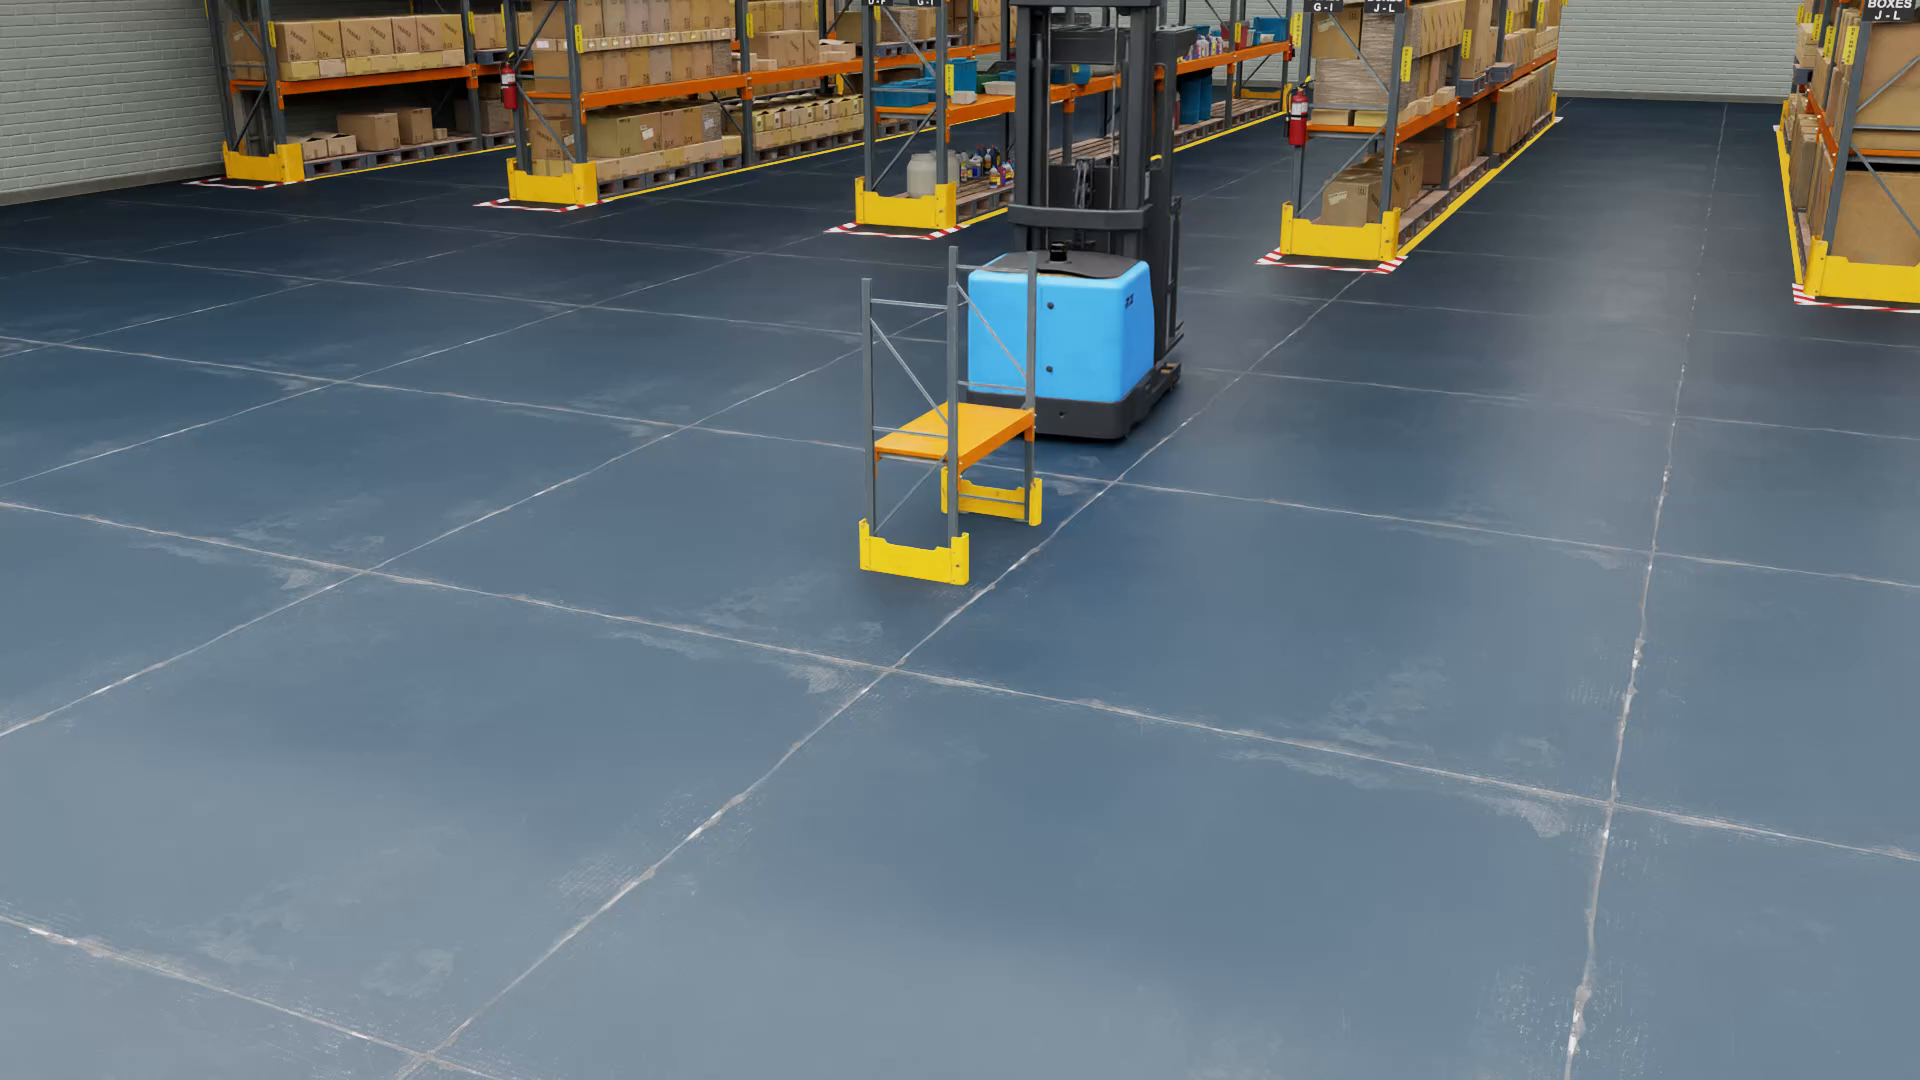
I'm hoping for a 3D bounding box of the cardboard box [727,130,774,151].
[{"bbox_3d":[-3.105,-5.935,24.658,0.500,0.250,0.500,8,21,21],"label":"cardboard box"}]

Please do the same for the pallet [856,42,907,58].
[{"bbox_3d":[-1.645,-8.293,28.096,1.213,0.211,1.003,9,21,23],"label":"pallet"}]

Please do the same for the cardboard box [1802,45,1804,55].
[{"bbox_3d":[11.556,-6.609,22.381,0.380,0.149,0.250,9,22,25],"label":"cardboard box"}]

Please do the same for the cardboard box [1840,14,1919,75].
[{"bbox_3d":[9.165,-4.850,16.293,0.875,0.550,0.500,9,21,23],"label":"cardboard box"}]

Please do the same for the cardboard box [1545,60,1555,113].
[{"bbox_3d":[10.265,-8.241,30.210,0.875,0.875,0.875,9,21,23],"label":"cardboard box"}]

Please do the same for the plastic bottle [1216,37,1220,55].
[{"bbox_3d":[4.377,-8.411,28.318,0.061,0.283,0.133,9,21,23],"label":"plastic bottle"}]

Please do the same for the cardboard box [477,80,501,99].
[{"bbox_3d":[-7.554,-7.367,27.163,0.500,0.250,0.500,8,21,22],"label":"cardboard box"}]

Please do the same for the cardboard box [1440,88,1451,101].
[{"bbox_3d":[5.609,-5.283,19.724,0.380,0.149,0.250,9,21,23],"label":"cardboard box"}]

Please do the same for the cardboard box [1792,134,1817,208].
[{"bbox_3d":[10.195,-4.212,19.065,1.050,0.750,0.750,8,21,22],"label":"cardboard box"}]

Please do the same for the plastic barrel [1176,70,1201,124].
[{"bbox_3d":[3.769,-7.537,28.190,0.600,0.901,0.708,9,21,23],"label":"plastic barrel"}]

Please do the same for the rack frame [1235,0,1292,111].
[{"bbox_3d":[5.935,-9.931,32.417,1.000,3.000,0.127,9,21,23],"label":"rack frame"}]

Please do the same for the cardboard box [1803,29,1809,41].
[{"bbox_3d":[11.762,-6.906,22.770,0.380,0.149,0.250,9,22,24],"label":"cardboard box"}]

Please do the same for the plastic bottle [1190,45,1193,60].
[{"bbox_3d":[3.699,-7.939,27.000,0.152,0.276,0.135,9,21,23],"label":"plastic bottle"}]

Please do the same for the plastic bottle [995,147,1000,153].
[{"bbox_3d":[0.491,-5.147,22.381,0.097,0.271,0.097,0,20,0],"label":"plastic bottle"}]

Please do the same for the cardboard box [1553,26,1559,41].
[{"bbox_3d":[10.497,-9.136,29.962,0.500,0.250,0.500,8,21,22],"label":"cardboard box"}]

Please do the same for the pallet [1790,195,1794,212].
[{"bbox_3d":[10.769,-4.178,20.402,1.003,0.211,1.213,9,21,23],"label":"pallet"}]

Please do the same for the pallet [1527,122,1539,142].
[{"bbox_3d":[9.198,-6.936,28.158,1.003,0.211,1.213,9,21,23],"label":"pallet"}]

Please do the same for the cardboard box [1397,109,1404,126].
[{"bbox_3d":[4.356,-4.370,17.155,0.380,0.149,0.250,9,21,23],"label":"cardboard box"}]

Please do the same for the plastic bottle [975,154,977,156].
[{"bbox_3d":[0.209,-4.887,21.648,0.097,0.271,0.097,0,20,0],"label":"plastic bottle"}]

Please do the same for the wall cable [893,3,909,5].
[{"bbox_3d":[-0.461,-14.334,40.478,3.097,2.526,0.112,9,21,23],"label":"wall cable"}]

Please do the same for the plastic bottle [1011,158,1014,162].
[{"bbox_3d":[0.739,-4.744,21.239,0.152,0.276,0.135,9,21,24],"label":"plastic bottle"}]

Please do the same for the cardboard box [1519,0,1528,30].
[{"bbox_3d":[8.562,-8.352,26.330,0.797,0.503,0.637,8,21,21],"label":"cardboard box"}]

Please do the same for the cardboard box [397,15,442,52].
[{"bbox_3d":[-8.128,-7.574,24.863,0.500,0.500,0.500,8,21,22],"label":"cardboard box"}]

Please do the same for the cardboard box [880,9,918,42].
[{"bbox_3d":[-1.155,-8.873,28.665,0.700,0.500,0.500,13,23,33],"label":"cardboard box"}]

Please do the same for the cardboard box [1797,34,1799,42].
[{"bbox_3d":[12.718,-7.479,24.828,0.380,0.149,0.250,9,21,24],"label":"cardboard box"}]

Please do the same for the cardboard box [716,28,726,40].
[{"bbox_3d":[-3.515,-7.108,23.363,0.380,0.149,0.250,8,21,22],"label":"cardboard box"}]

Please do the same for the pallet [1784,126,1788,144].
[{"bbox_3d":[14.040,-6.588,27.178,1.003,0.211,1.213,9,21,23],"label":"pallet"}]

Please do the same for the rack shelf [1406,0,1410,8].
[{"bbox_3d":[4.721,-6.046,18.090,1.077,0.370,4.000,9,21,23],"label":"rack shelf"}]

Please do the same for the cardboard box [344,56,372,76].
[{"bbox_3d":[-8.752,-6.759,23.692,0.500,0.250,0.500,8,21,22],"label":"cardboard box"}]

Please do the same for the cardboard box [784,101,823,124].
[{"bbox_3d":[-2.472,-6.672,25.894,0.500,0.311,0.500,9,22,24],"label":"cardboard box"}]

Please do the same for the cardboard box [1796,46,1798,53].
[{"bbox_3d":[12.610,-7.254,24.637,0.380,0.149,0.250,9,21,24],"label":"cardboard box"}]

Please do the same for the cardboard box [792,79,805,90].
[{"bbox_3d":[-3.709,-9.776,35.085,0.700,0.500,0.500,8,21,21],"label":"cardboard box"}]

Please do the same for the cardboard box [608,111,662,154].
[{"bbox_3d":[-4.316,-5.417,22.083,0.500,0.500,0.500,9,21,23],"label":"cardboard box"}]

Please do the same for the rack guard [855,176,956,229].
[{"bbox_3d":[-0.629,-3.892,19.166,1.175,0.500,0.348,9,21,23],"label":"rack guard"}]

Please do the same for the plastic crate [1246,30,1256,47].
[{"bbox_3d":[5.090,-9.122,30.230,0.437,0.282,0.530,9,21,23],"label":"plastic crate"}]

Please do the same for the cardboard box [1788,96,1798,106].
[{"bbox_3d":[14.190,-7.401,28.043,0.380,0.149,0.250,8,21,23],"label":"cardboard box"}]

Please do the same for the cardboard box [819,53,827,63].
[{"bbox_3d":[-2.329,-7.650,26.379,0.380,0.149,0.250,10,22,27],"label":"cardboard box"}]

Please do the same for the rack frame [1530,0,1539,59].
[{"bbox_3d":[8.816,-8.029,27.067,1.000,3.000,0.127,9,21,23],"label":"rack frame"}]

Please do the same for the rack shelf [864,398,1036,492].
[{"bbox_3d":[-0.035,-0.511,8.704,0.538,0.185,1.000,9,21,23],"label":"rack shelf"}]

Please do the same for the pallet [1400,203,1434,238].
[{"bbox_3d":[4.799,-3.685,19.015,1.003,0.211,1.213,9,21,23],"label":"pallet"}]

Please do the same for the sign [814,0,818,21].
[{"bbox_3d":[-2.357,-8.746,27.475,0.100,0.325,0.005,9,21,23],"label":"sign"}]

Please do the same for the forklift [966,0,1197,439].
[{"bbox_3d":[0.981,-2.479,11.567,1.130,2.935,3.031,6,21,17],"label":"forklift"}]

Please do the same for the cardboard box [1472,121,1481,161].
[{"bbox_3d":[6.922,-5.628,23.391,0.700,0.500,0.500,7,21,20],"label":"cardboard box"}]

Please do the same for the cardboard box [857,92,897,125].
[{"bbox_3d":[-1.411,-7.296,28.081,0.500,0.500,0.500,10,22,25],"label":"cardboard box"}]

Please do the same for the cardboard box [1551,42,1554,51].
[{"bbox_3d":[10.296,-8.746,29.460,0.380,0.149,0.250,9,21,24],"label":"cardboard box"}]

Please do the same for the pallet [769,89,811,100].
[{"bbox_3d":[-3.860,-9.350,34.944,1.003,0.211,1.213,9,21,23],"label":"pallet"}]

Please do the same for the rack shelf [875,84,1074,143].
[{"bbox_3d":[0.202,-5.312,20.503,1.077,0.370,4.000,9,21,23],"label":"rack shelf"}]

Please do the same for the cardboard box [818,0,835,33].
[{"bbox_3d":[-3.303,-11.274,35.747,0.980,0.700,0.700,10,22,25],"label":"cardboard box"}]

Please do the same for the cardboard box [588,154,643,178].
[{"bbox_3d":[-4.510,-4.910,21.775,0.500,0.250,0.500,9,21,23],"label":"cardboard box"}]

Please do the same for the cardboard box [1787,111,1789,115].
[{"bbox_3d":[14.431,-7.278,28.586,0.380,0.149,0.250,9,21,24],"label":"cardboard box"}]

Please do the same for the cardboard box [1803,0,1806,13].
[{"bbox_3d":[14.511,-9.097,27.988,0.500,0.500,0.500,8,21,22],"label":"cardboard box"}]

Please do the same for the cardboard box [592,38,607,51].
[{"bbox_3d":[-4.672,-6.245,20.935,0.380,0.149,0.250,8,21,21],"label":"cardboard box"}]

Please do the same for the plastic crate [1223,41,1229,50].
[{"bbox_3d":[4.618,-8.735,29.357,0.396,0.136,0.243,9,21,23],"label":"plastic crate"}]

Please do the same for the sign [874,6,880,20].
[{"bbox_3d":[-1.351,-8.637,27.049,0.100,0.325,0.005,9,21,23],"label":"sign"}]

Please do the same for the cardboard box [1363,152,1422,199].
[{"bbox_3d":[5.112,-4.310,19.716,0.500,0.500,0.500,17,26,40],"label":"cardboard box"}]

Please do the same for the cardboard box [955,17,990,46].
[{"bbox_3d":[0.237,-9.555,31.209,0.500,0.500,0.500,9,22,24],"label":"cardboard box"}]

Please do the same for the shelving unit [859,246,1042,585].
[{"bbox_3d":[-0.031,-0.683,8.652,0.587,1.500,1.083,9,21,23],"label":"shelving unit"}]
